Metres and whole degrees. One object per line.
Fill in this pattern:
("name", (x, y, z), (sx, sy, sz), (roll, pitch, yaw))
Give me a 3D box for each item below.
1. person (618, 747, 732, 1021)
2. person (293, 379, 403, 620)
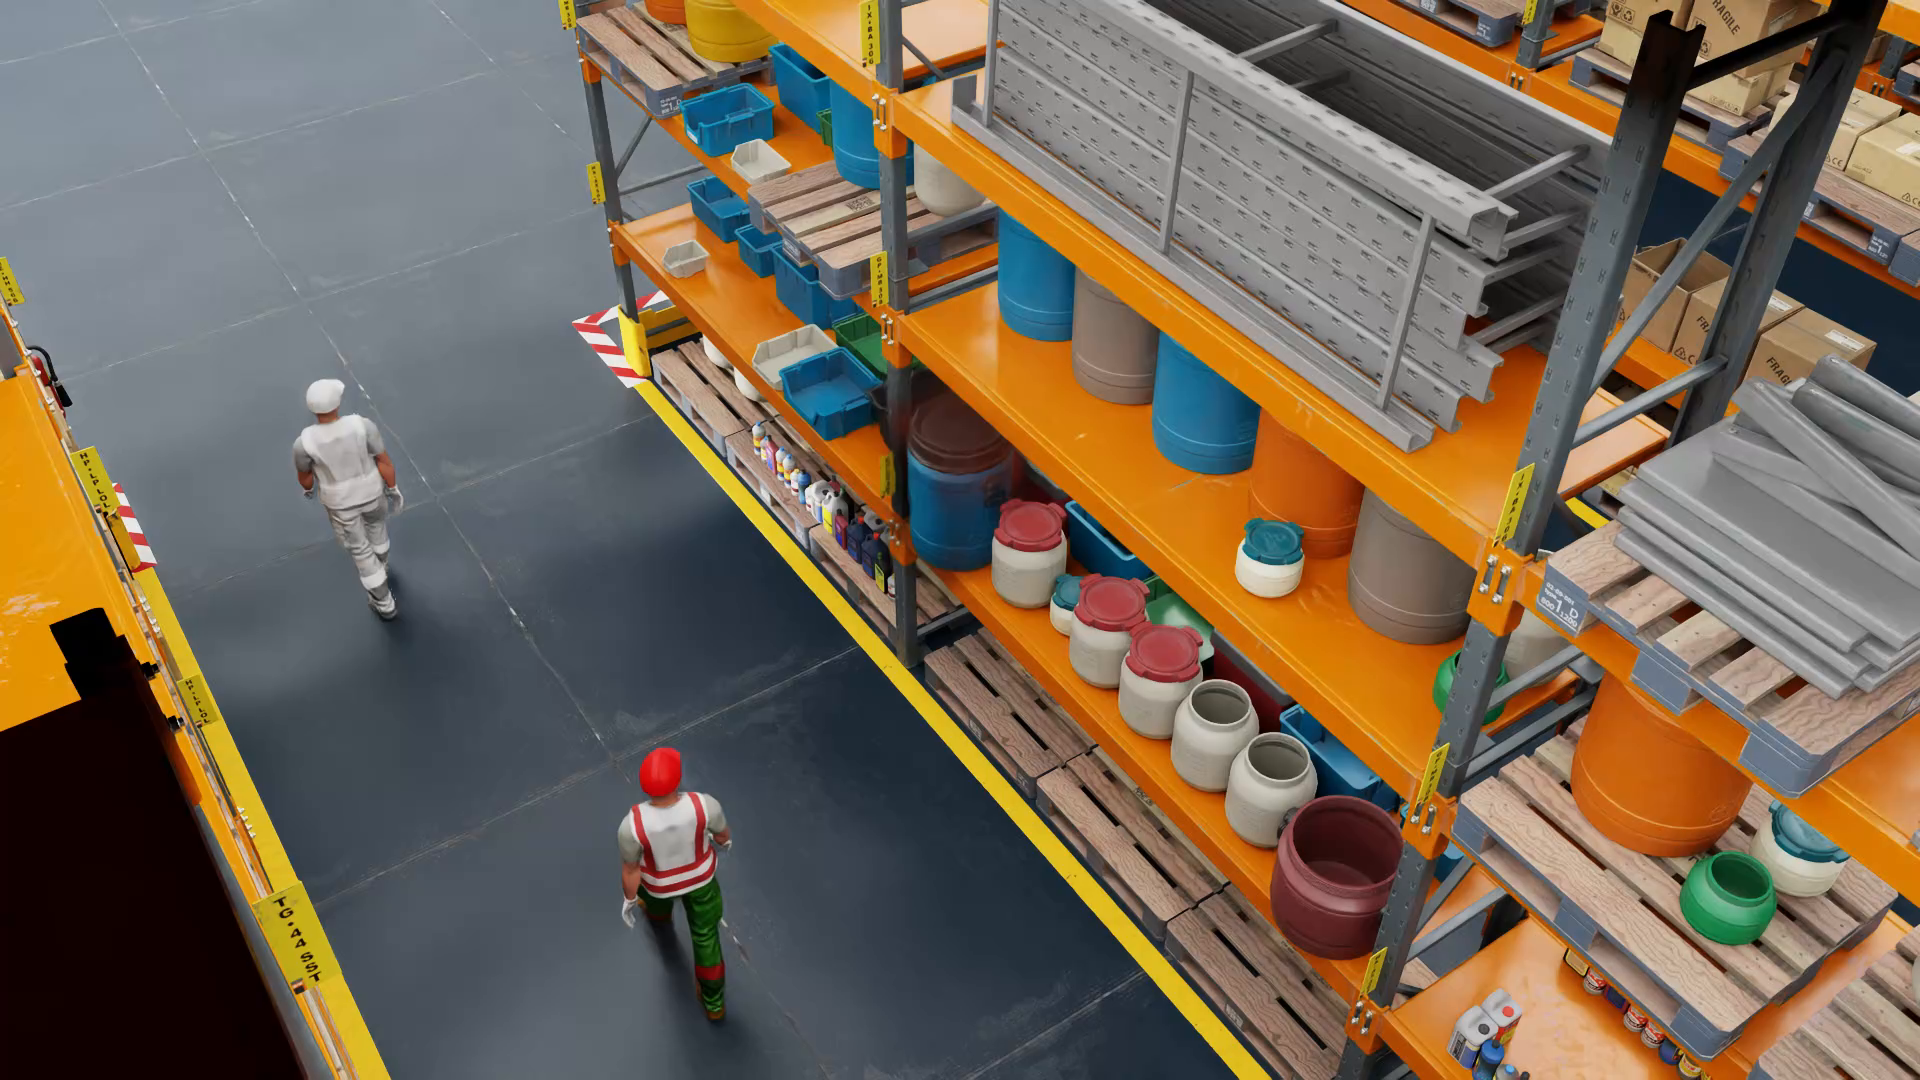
("person", (-1.495, 1.638, 8.656), (0.629, 1.731, 0.978), (-13, 44, -13))
("person", (-3.960, -0.315, 10.811), (0.551, 1.829, 0.746), (-24, 48, -24))
